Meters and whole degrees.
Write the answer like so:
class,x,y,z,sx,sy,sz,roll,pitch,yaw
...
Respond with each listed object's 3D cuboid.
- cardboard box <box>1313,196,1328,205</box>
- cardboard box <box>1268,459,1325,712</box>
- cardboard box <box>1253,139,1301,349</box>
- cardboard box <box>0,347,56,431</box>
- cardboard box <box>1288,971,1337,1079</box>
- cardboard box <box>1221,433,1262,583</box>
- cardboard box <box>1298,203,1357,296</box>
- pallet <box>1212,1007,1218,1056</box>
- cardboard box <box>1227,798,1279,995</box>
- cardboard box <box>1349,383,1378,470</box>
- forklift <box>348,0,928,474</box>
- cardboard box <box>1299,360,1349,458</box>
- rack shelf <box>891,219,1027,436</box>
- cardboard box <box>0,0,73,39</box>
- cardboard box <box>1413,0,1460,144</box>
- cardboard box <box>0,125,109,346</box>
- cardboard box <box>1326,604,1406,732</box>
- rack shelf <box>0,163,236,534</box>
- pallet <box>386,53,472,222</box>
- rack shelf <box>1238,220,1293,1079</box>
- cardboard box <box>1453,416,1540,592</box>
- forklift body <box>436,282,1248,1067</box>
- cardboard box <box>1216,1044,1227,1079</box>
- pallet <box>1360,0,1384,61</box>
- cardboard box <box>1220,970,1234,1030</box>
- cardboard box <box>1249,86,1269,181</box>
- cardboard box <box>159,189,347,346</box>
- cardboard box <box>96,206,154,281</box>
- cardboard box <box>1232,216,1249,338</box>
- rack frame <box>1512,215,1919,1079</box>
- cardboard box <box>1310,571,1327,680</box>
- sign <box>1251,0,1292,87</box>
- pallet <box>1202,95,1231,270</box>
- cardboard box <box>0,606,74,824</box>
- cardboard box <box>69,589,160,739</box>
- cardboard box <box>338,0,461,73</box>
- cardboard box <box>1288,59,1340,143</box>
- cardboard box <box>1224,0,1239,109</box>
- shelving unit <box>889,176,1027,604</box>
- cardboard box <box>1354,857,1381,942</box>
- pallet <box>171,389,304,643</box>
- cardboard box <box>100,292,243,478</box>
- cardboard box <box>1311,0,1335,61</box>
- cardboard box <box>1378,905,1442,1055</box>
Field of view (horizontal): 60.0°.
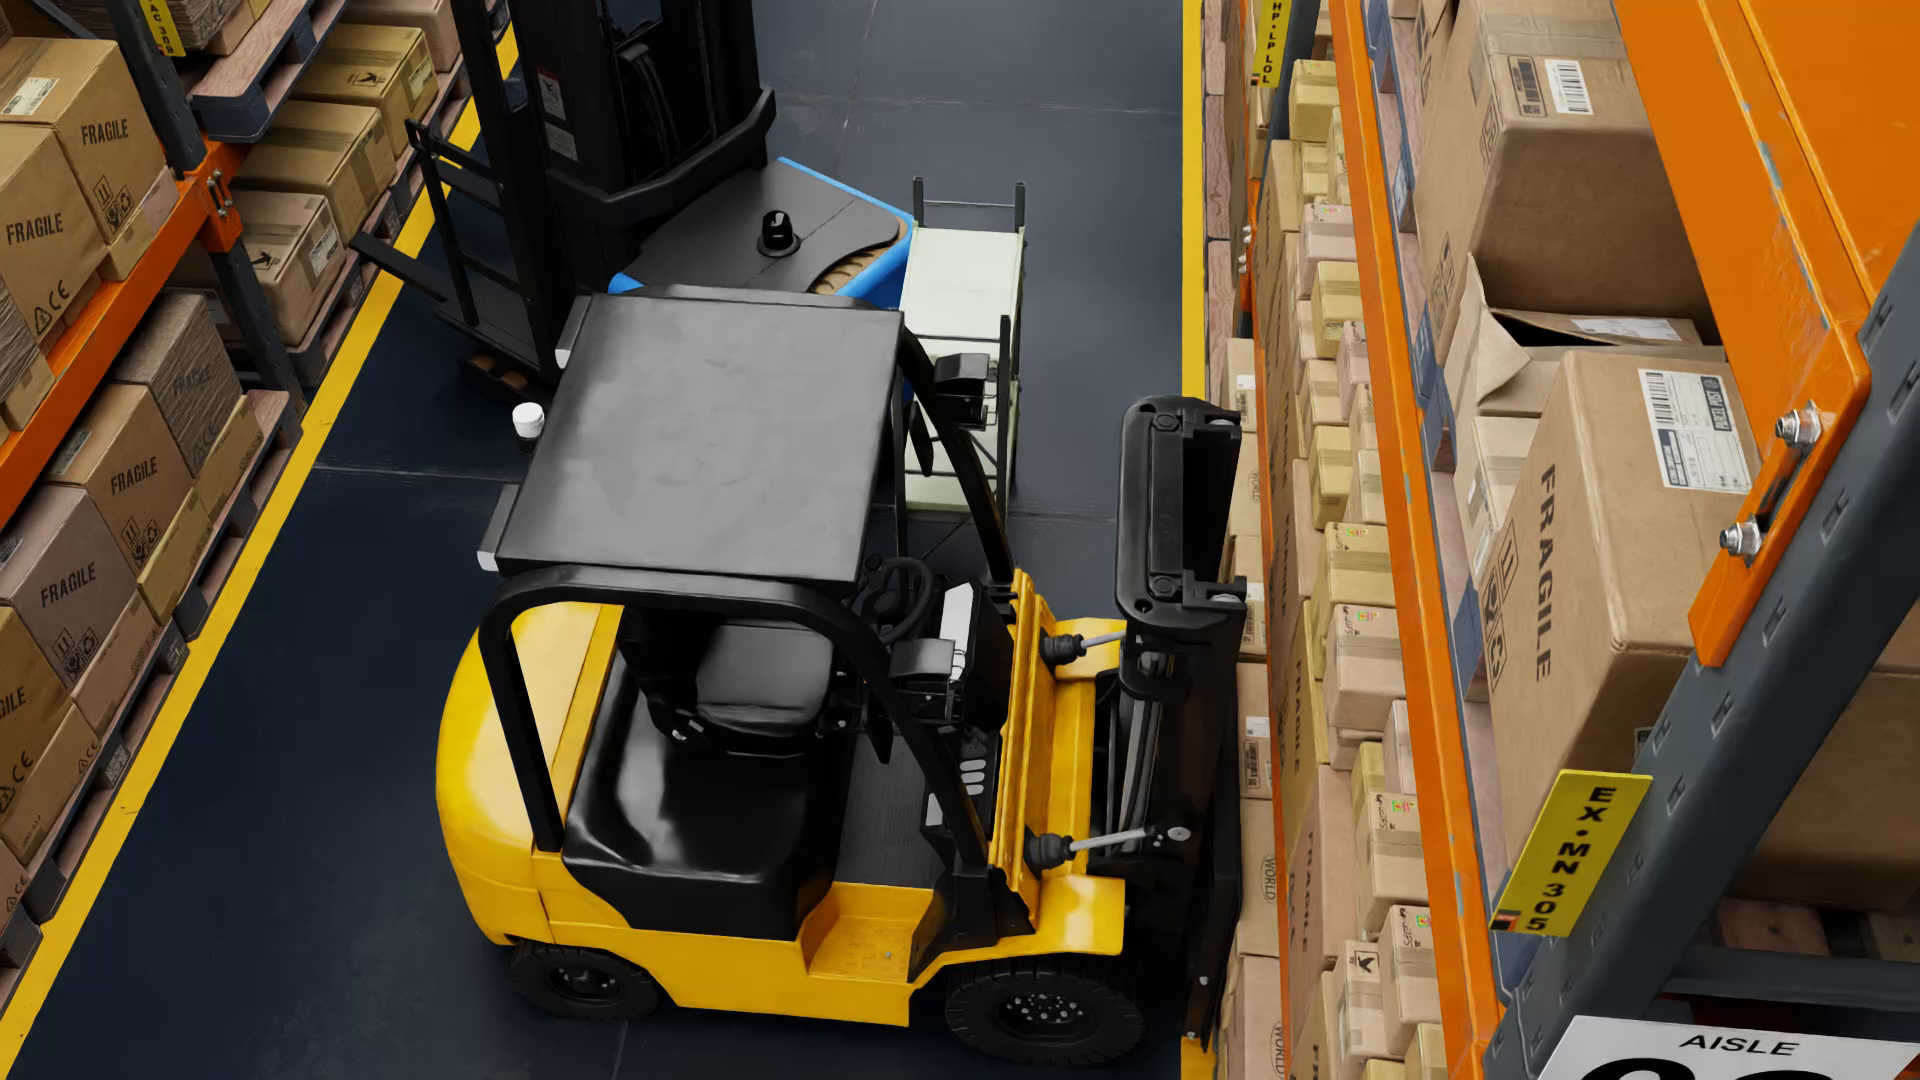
class,x,y,z,sx,sy,sz,roll,pitch,yaw
cardboard box,1.268,-0.908,5.066,0.380,0.149,0.250,4,48,3
cardboard box,1.134,0.143,4.544,0.500,0.500,0.500,4,48,4
cardboard box,1.277,-0.981,5.573,0.500,0.500,0.500,3,48,2
cardboard box,-3.181,-0.498,5.369,0.380,0.149,0.250,3,48,3
cardboard box,0.996,1.271,3.513,0.500,0.500,0.500,3,48,3
cardboard box,1.164,-0.097,5.733,0.500,0.250,0.500,4,48,4
cardboard box,1.179,-0.826,4.790,0.380,0.149,0.250,5,48,4
pallet,1.354,1.166,5.566,1.003,0.211,1.213,4,48,4
cardboard box,1.021,1.026,4.706,0.500,0.250,0.500,4,48,4
cardboard box,1.209,-0.258,4.270,0.380,0.149,0.250,4,48,4
forklift,-1.585,-1.853,6.485,3.031,2.935,1.130,29,54,24
cardboard box,1.141,-0.353,4.559,0.380,0.149,0.250,2,48,2
rack shelf,-0.001,-0.765,5.930,0.431,0.370,0.720,4,48,4
cardboard box,-3.553,-2.217,6.217,0.500,0.500,0.500,3,48,3
cardboard box,1.295,-1.054,3.252,0.797,0.503,0.637,5,48,5
cardboard box,-3.199,-0.999,5.387,0.500,0.500,0.500,5,48,5
cardboard box,1.034,0.299,3.761,0.380,0.149,0.250,5,48,4
rack shelf,-3.549,0.126,5.116,1.077,0.370,4.000,4,48,4
pallet,-3.188,-2.117,8.569,1.003,0.211,1.213,4,48,4
rack shelf,1.395,0.457,4.813,1.077,0.370,4.000,4,48,4
cardboard box,0.986,-0.049,2.573,0.380,0.149,0.250,3,48,2
forklift body,-0.431,0.454,4.903,2.313,2.155,1.214,4,48,4
cardboard box,0.995,1.739,4.732,0.500,0.250,0.500,4,48,4
pallet,1.525,-1.610,4.243,1.003,0.211,1.213,4,48,4
cardboard box,1.028,1.174,4.909,0.500,0.250,0.500,3,48,3
cardboard box,1.362,-1.593,6.302,0.500,0.250,0.500,5,48,4
cardboard box,-3.321,-1.227,7.362,0.950,0.372,0.625,4,48,4
cardboard box,-3.108,-1.061,5.884,0.380,0.149,0.250,5,48,4
cardboard box,1.613,-0.980,6.964,0.875,0.625,0.625,6,48,5
rack frame,1.213,-0.341,0.989,1.000,3.000,0.127,4,48,4
cardboard box,1.058,0.213,4.041,0.380,0.149,0.250,4,48,4
sign,1.036,-1.649,5.520,0.100,0.325,0.005,4,48,4
pallet,1.714,-1.758,8.240,1.003,0.211,1.213,4,48,4
cardboard box,-3.283,0.542,5.318,0.500,0.500,0.500,5,48,4
cardboard box,-3.242,0.417,5.940,0.500,0.250,0.500,5,48,4
cardboard box,-3.122,-2.824,8.822,0.950,0.372,0.625,3,48,3
cardboard box,1.253,-1.394,5.310,0.380,0.149,0.250,5,48,4
cardboard box,1.819,-2.597,8.443,0.875,0.625,0.625,5,48,5
shelving unit,-0.001,-0.501,6.218,0.431,1.500,0.755,4,48,4
cardboard box,1.043,0.781,3.521,0.380,0.149,0.250,5,48,4
pallet,-3.392,-0.150,6.770,1.003,0.211,1.213,4,48,4
cardboard box,-3.153,-0.601,6.363,0.500,0.500,0.500,3,48,3
cardboard box,1.387,-1.774,5.859,0.380,0.149,0.250,5,48,5
cardboard box,1.027,0.870,3.239,0.380,0.149,0.250,4,48,4
